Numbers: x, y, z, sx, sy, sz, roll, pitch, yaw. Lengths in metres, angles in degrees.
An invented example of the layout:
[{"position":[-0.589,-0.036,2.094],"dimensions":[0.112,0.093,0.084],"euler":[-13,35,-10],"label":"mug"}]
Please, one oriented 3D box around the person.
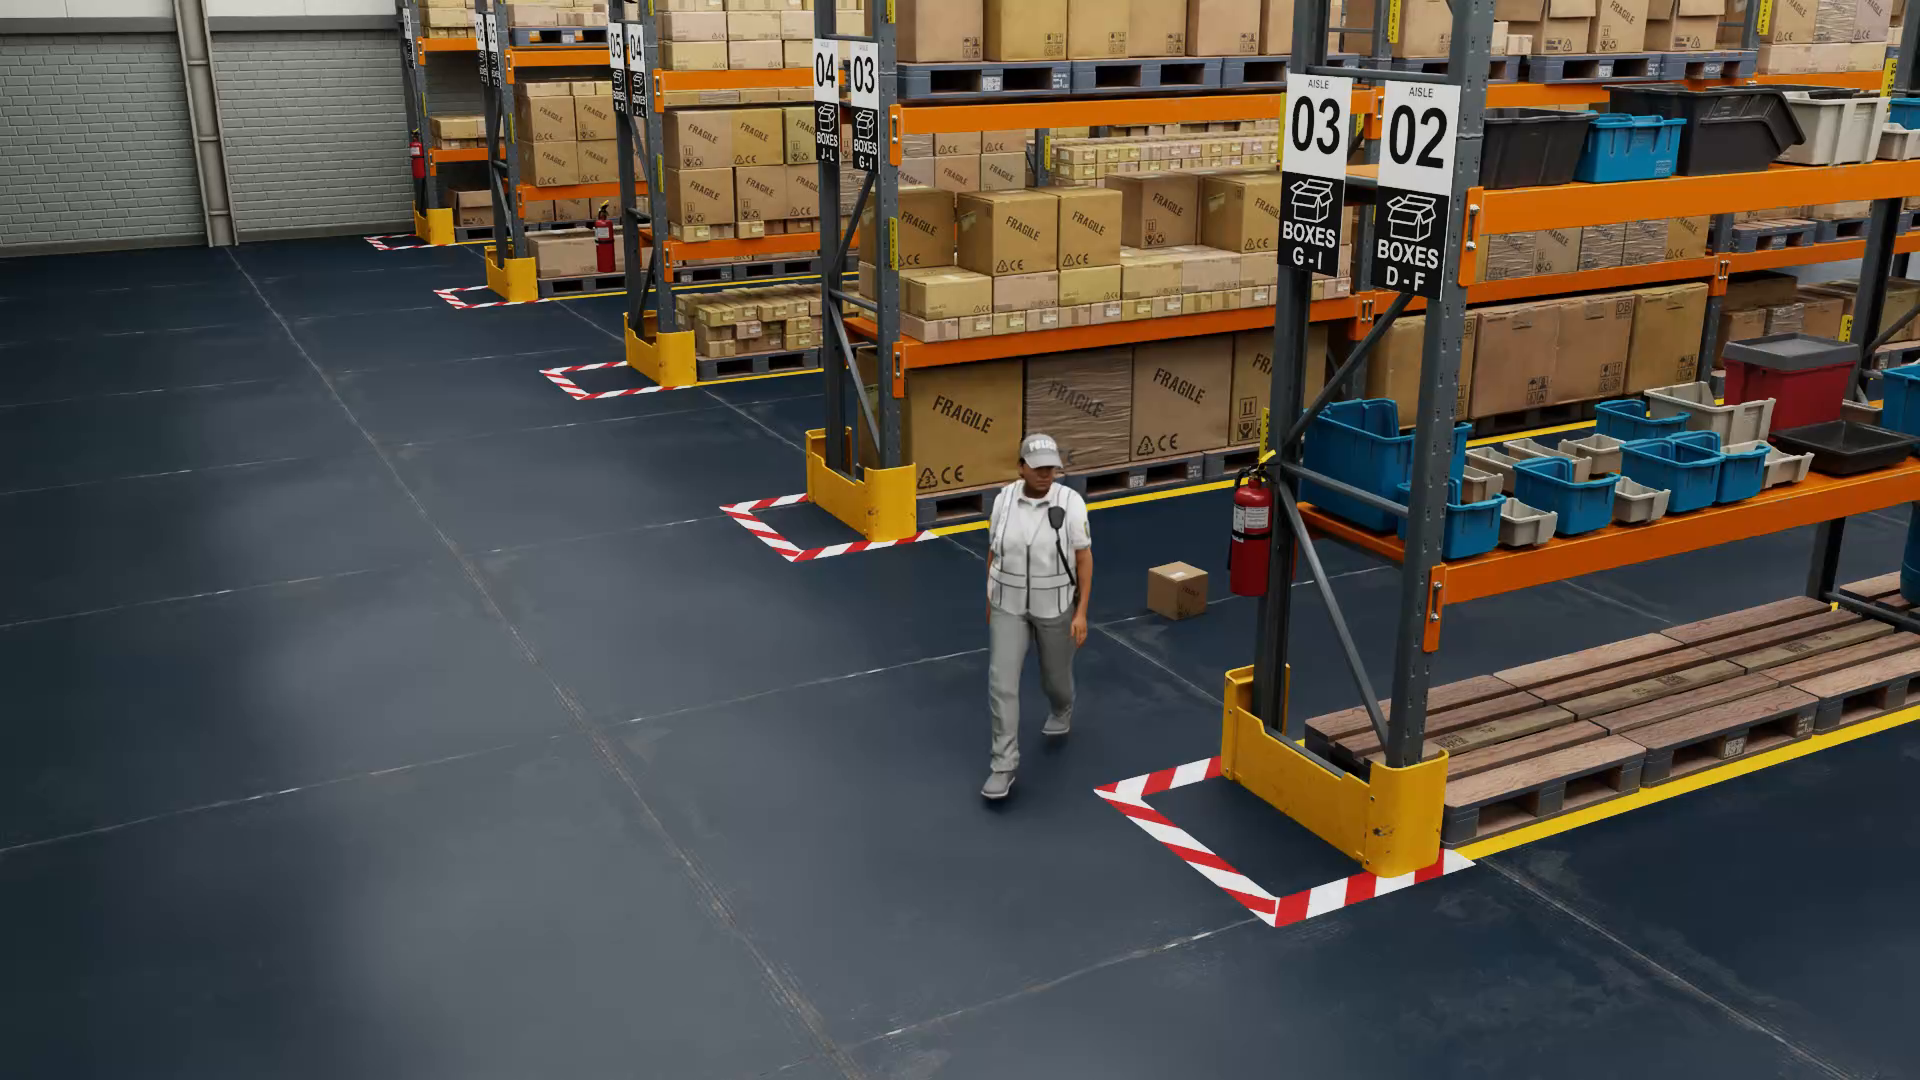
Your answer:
[{"position":[0.348,0.302,7.642],"dimensions":[0.512,1.622,0.913],"euler":[4,19,12],"label":"person"}]
